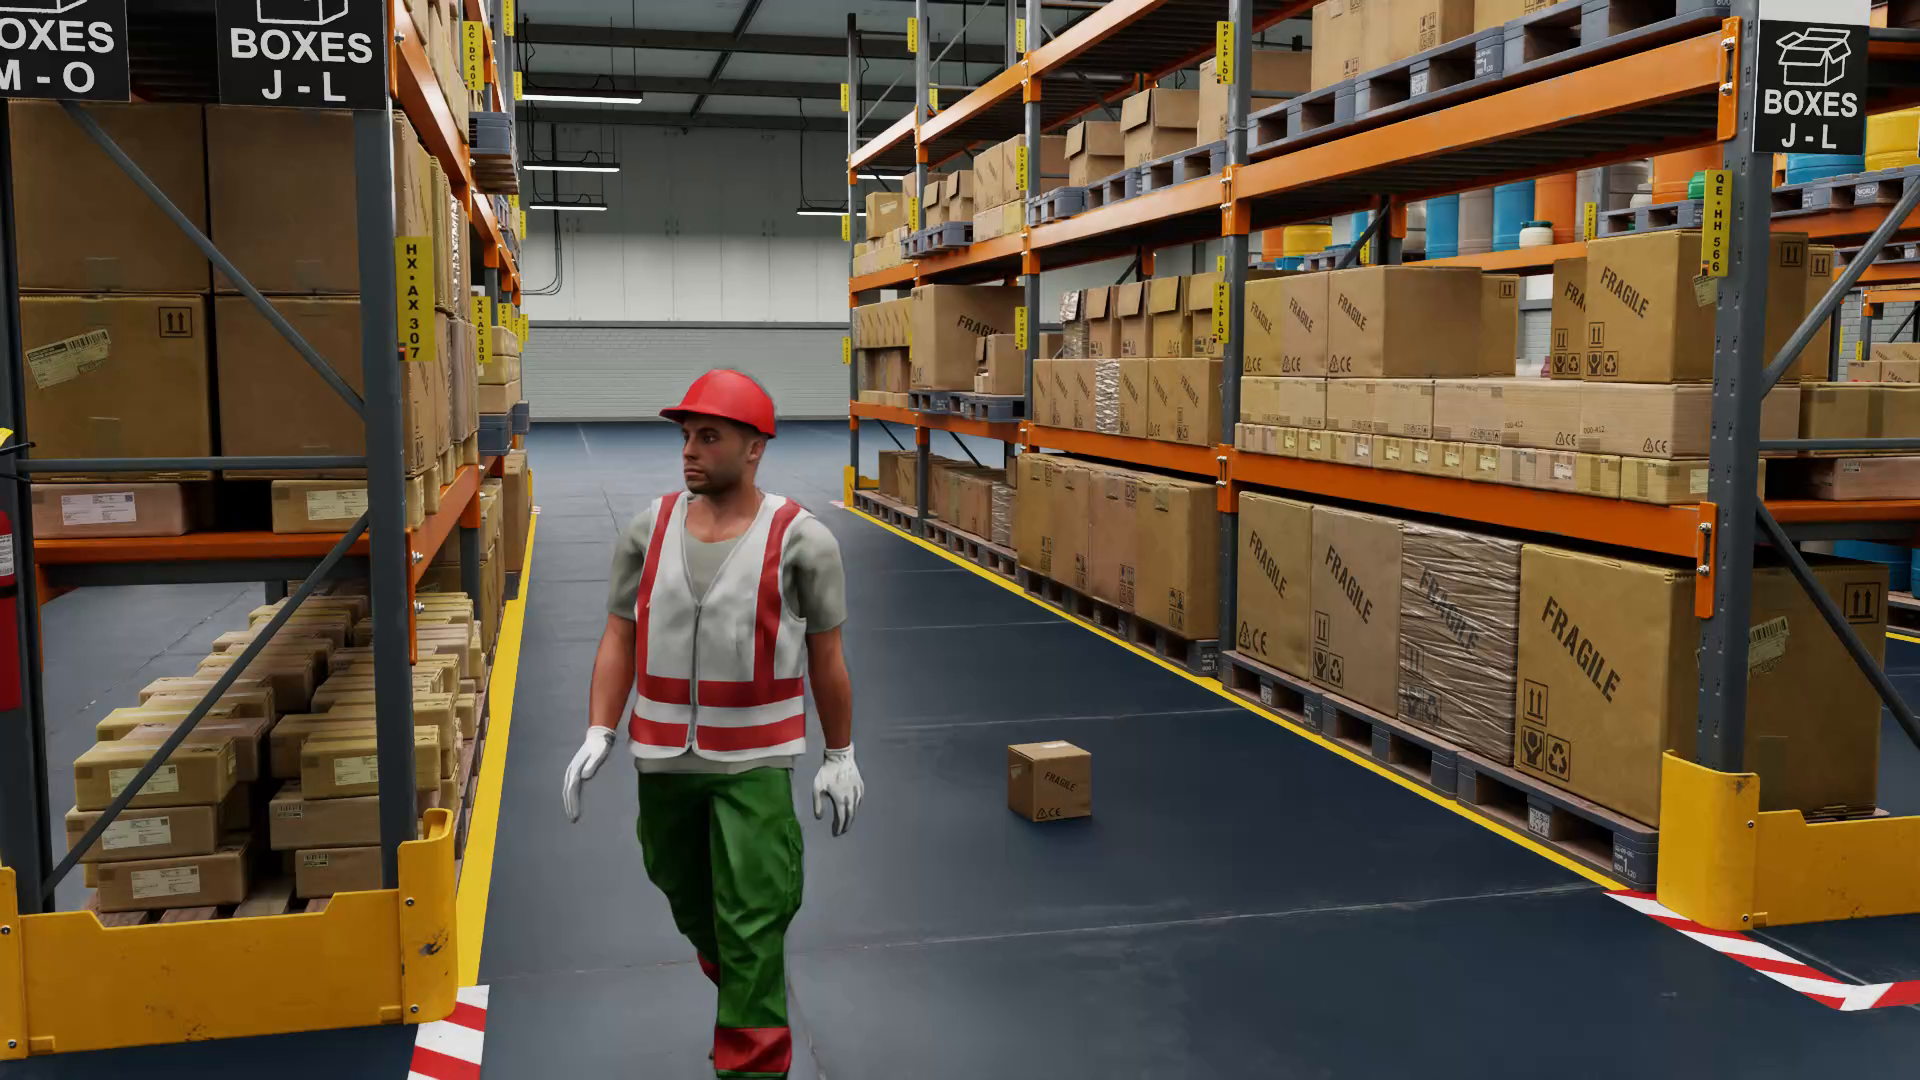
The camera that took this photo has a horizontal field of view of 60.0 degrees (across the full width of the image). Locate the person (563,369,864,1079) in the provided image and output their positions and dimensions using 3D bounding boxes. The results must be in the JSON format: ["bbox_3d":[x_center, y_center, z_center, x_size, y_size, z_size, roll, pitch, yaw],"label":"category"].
[{"bbox_3d":[-0.553,0.490,3.688,0.580,1.729,1.061,1,6,13],"label":"person"}]
